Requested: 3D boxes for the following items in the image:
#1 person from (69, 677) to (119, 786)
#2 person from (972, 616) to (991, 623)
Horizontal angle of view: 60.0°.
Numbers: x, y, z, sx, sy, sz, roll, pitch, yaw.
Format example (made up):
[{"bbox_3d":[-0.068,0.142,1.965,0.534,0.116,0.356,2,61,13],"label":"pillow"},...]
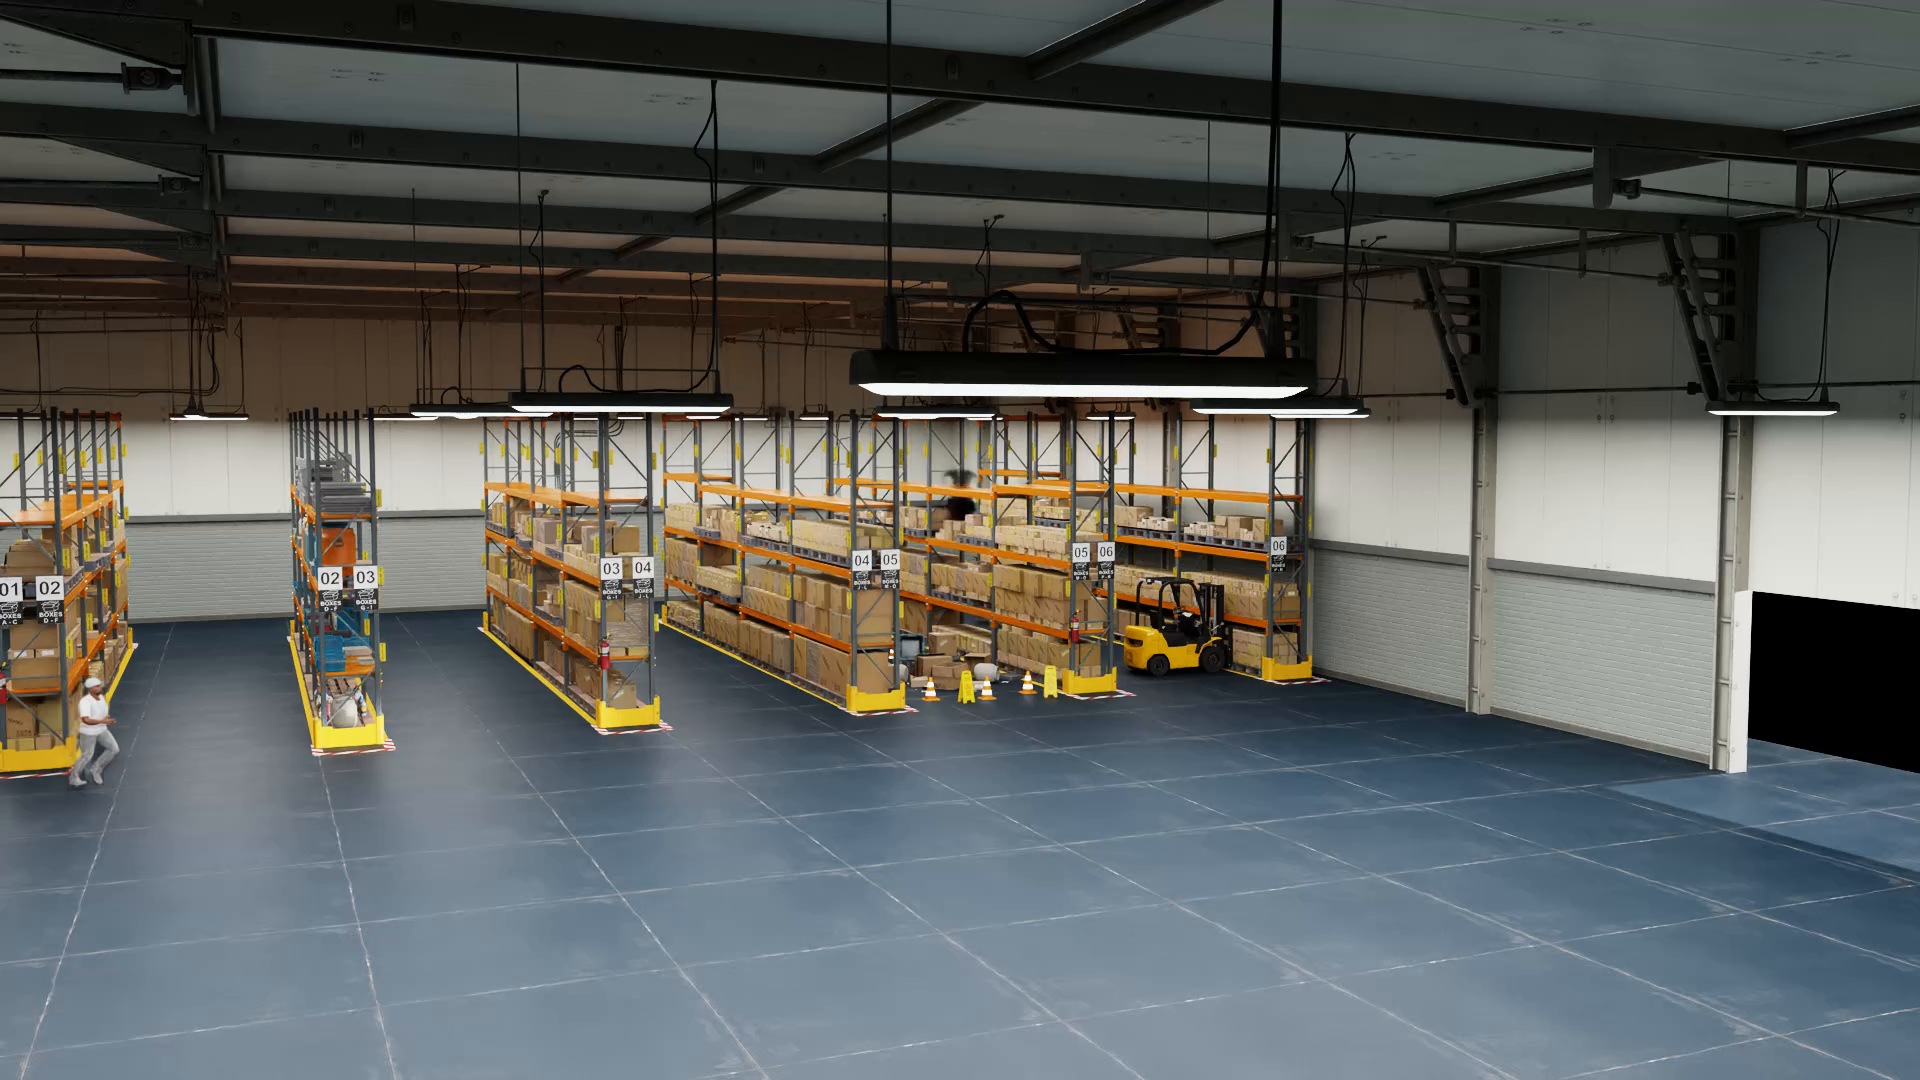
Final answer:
[{"bbox_3d":[-13.579,3.005,26.125,0.840,1.721,0.698,1,4,12],"label":"person"},{"bbox_3d":[0.751,1.499,47.740,0.918,1.753,0.669,3,5,41],"label":"person"}]
